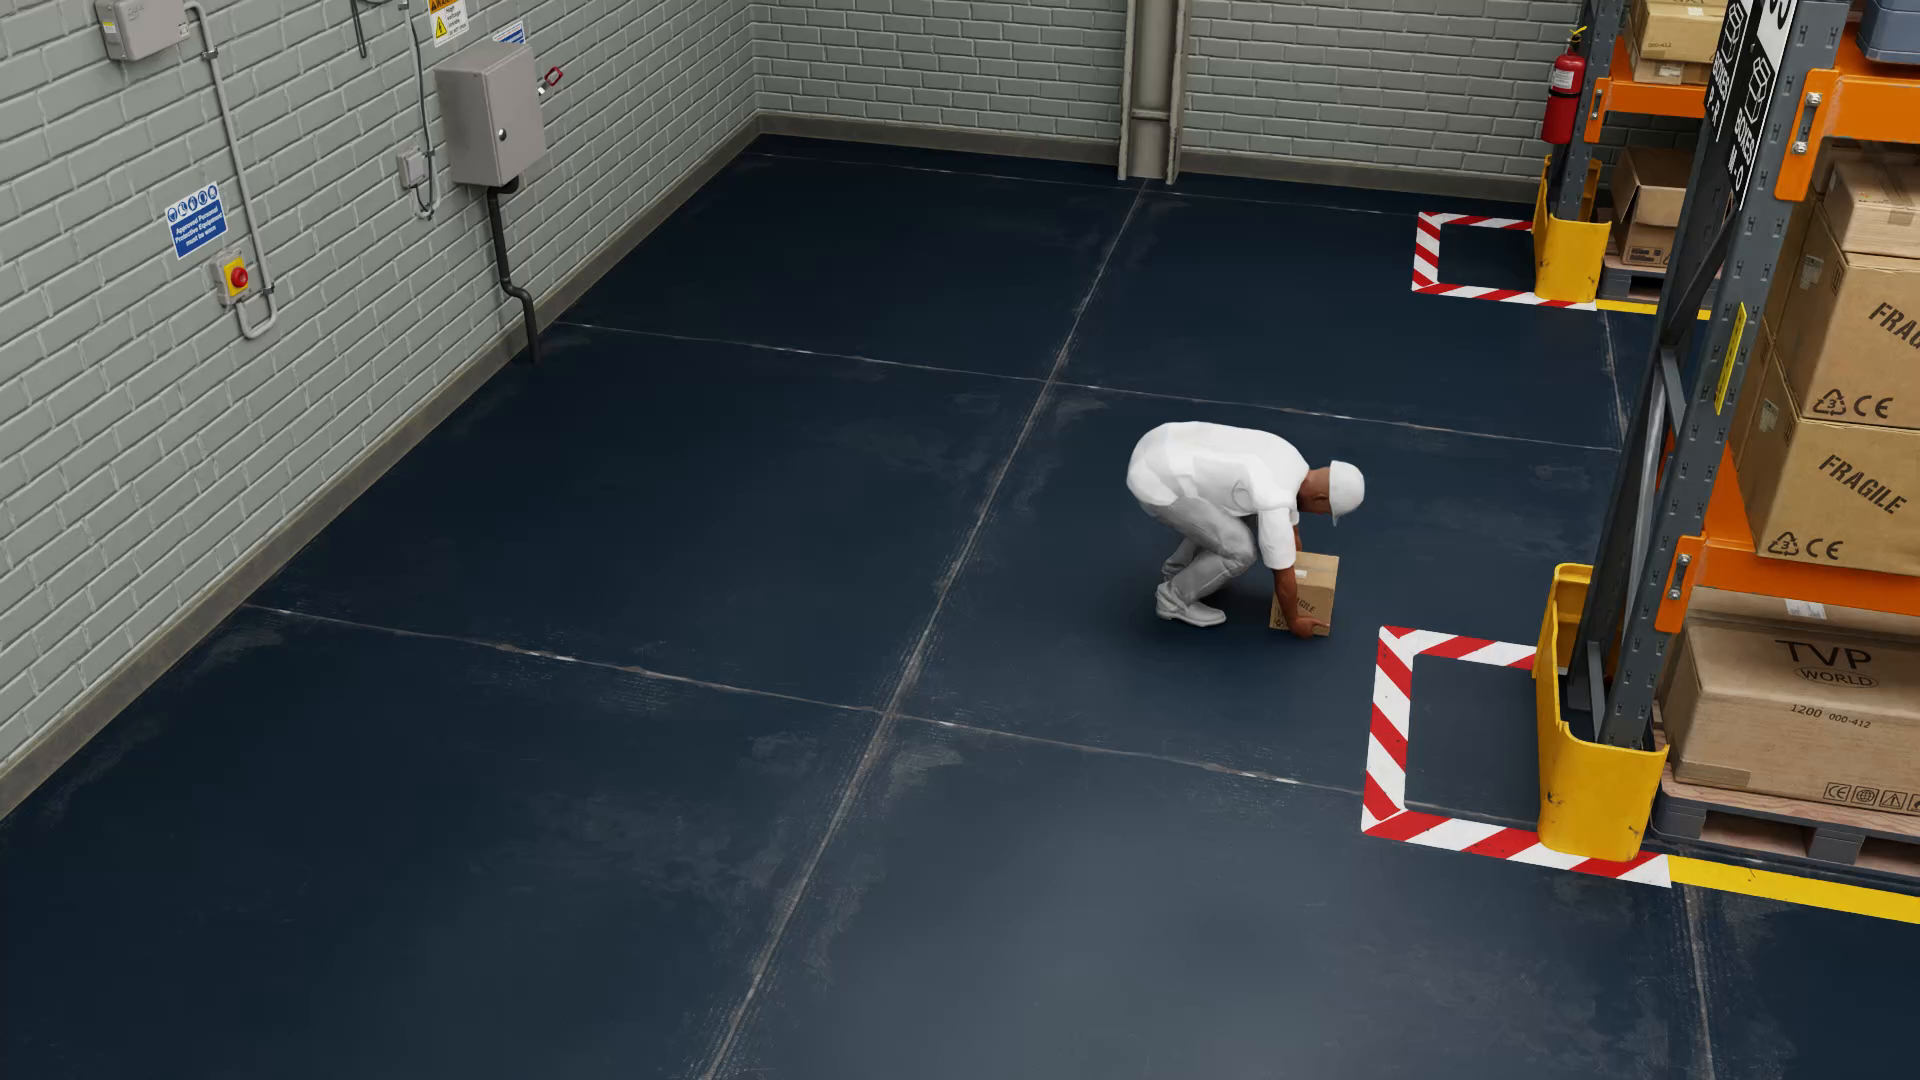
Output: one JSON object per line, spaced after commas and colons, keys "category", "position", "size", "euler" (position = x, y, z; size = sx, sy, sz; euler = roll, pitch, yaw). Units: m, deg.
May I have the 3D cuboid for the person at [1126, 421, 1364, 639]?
{"category": "person", "position": [1.193, -0.069, 7.082], "size": [0.980, 0.874, 0.515], "euler": [7, 33, 11]}
